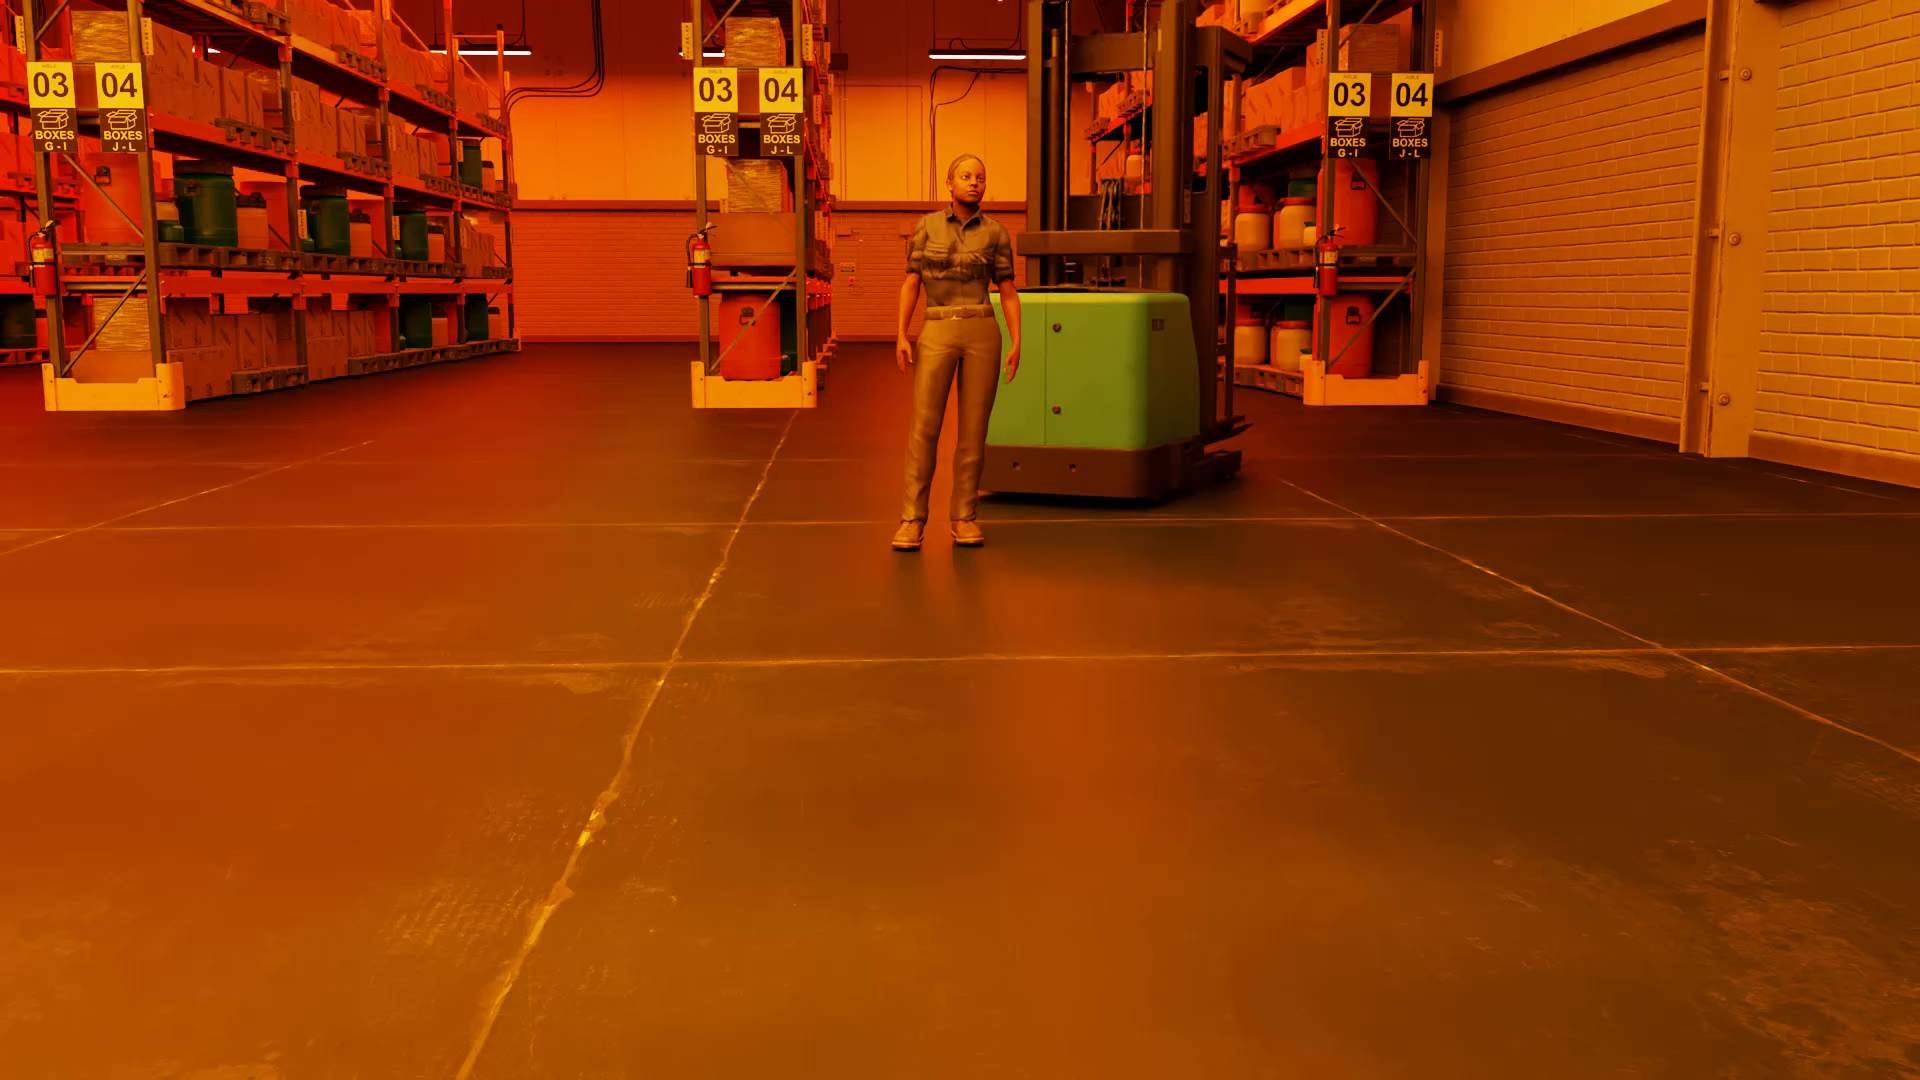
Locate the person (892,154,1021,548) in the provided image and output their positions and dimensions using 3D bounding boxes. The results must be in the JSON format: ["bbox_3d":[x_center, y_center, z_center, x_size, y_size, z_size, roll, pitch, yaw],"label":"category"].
[{"bbox_3d":[-0.015,-0.807,7.100,0.569,1.643,0.504,-1,8,-4],"label":"person"}]

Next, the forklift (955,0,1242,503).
[{"bbox_3d":[1.020,-1.814,9.550,1.130,2.935,3.031,4,9,23],"label":"forklift"}]
